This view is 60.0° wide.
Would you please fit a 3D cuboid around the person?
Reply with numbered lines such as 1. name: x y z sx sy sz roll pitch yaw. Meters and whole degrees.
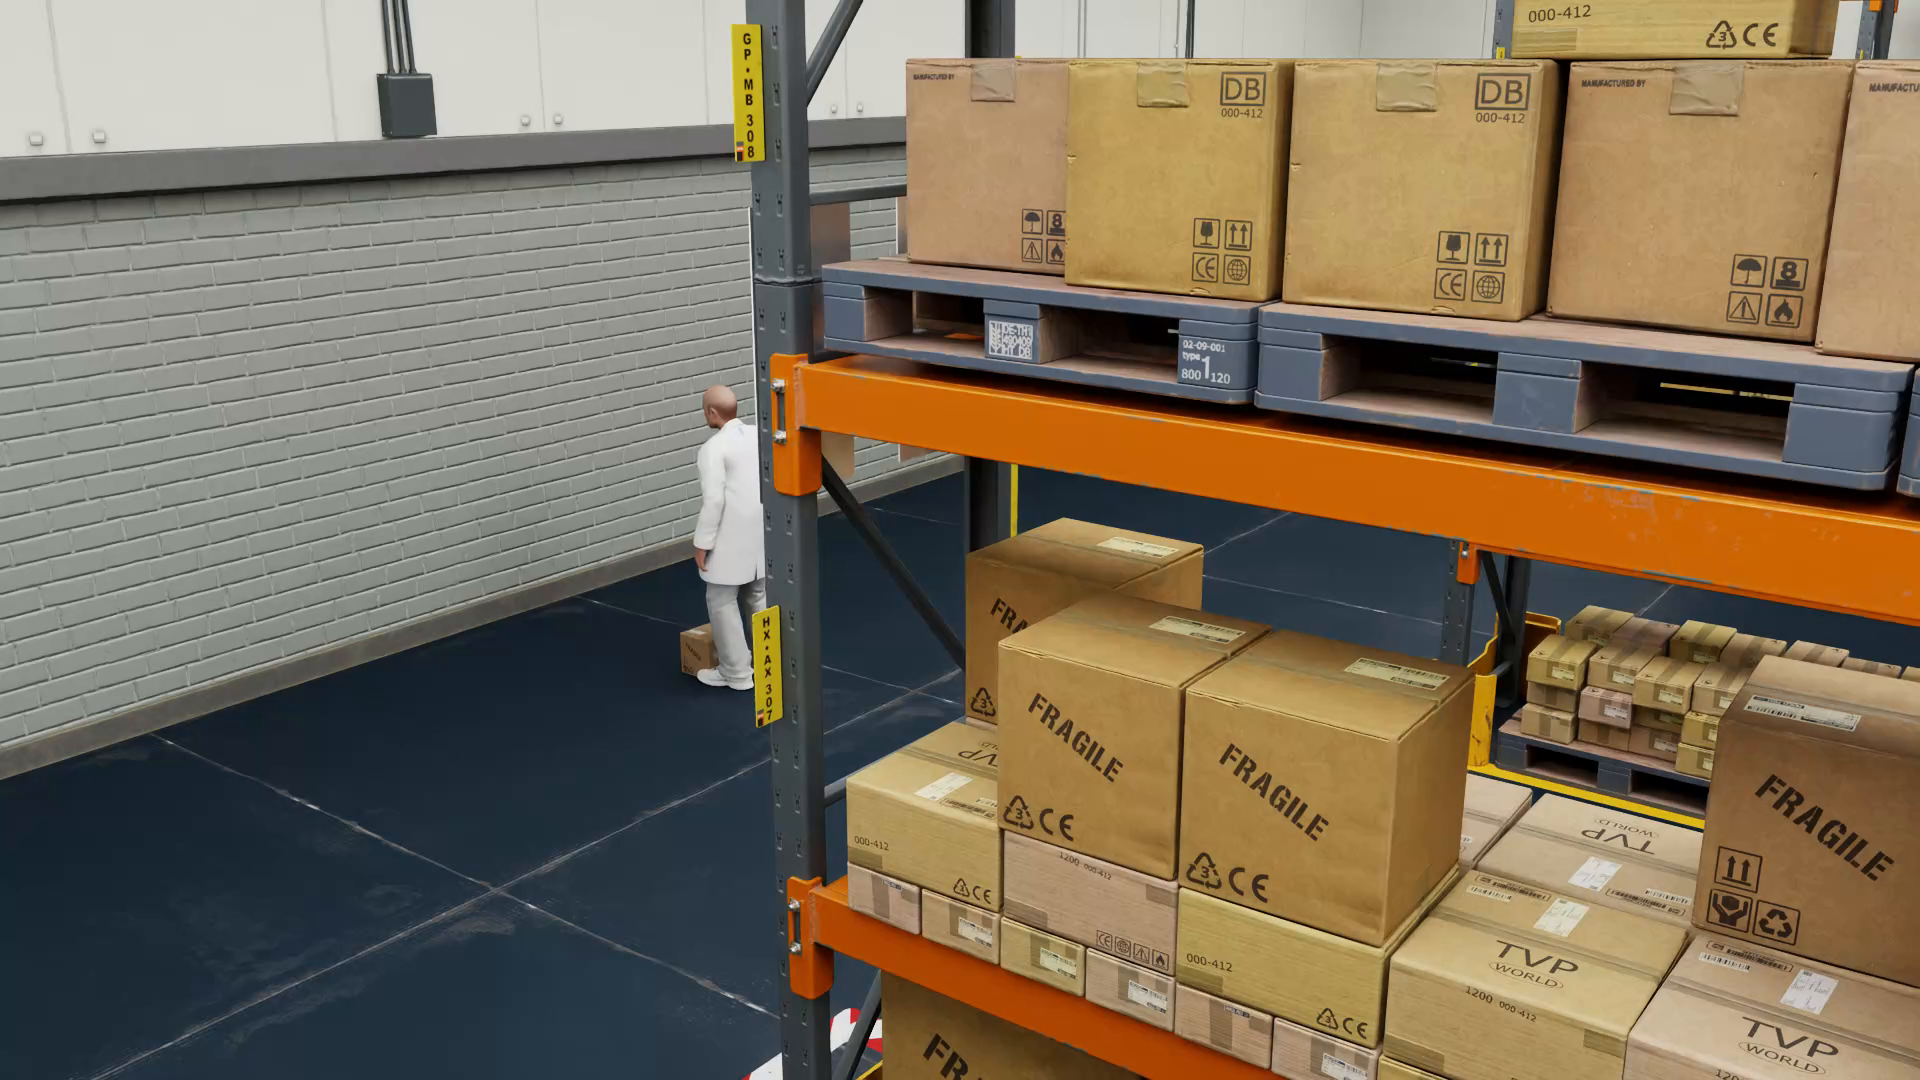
1. person: -1.306 -0.018 9.626 0.425 1.773 0.652 10 19 32
